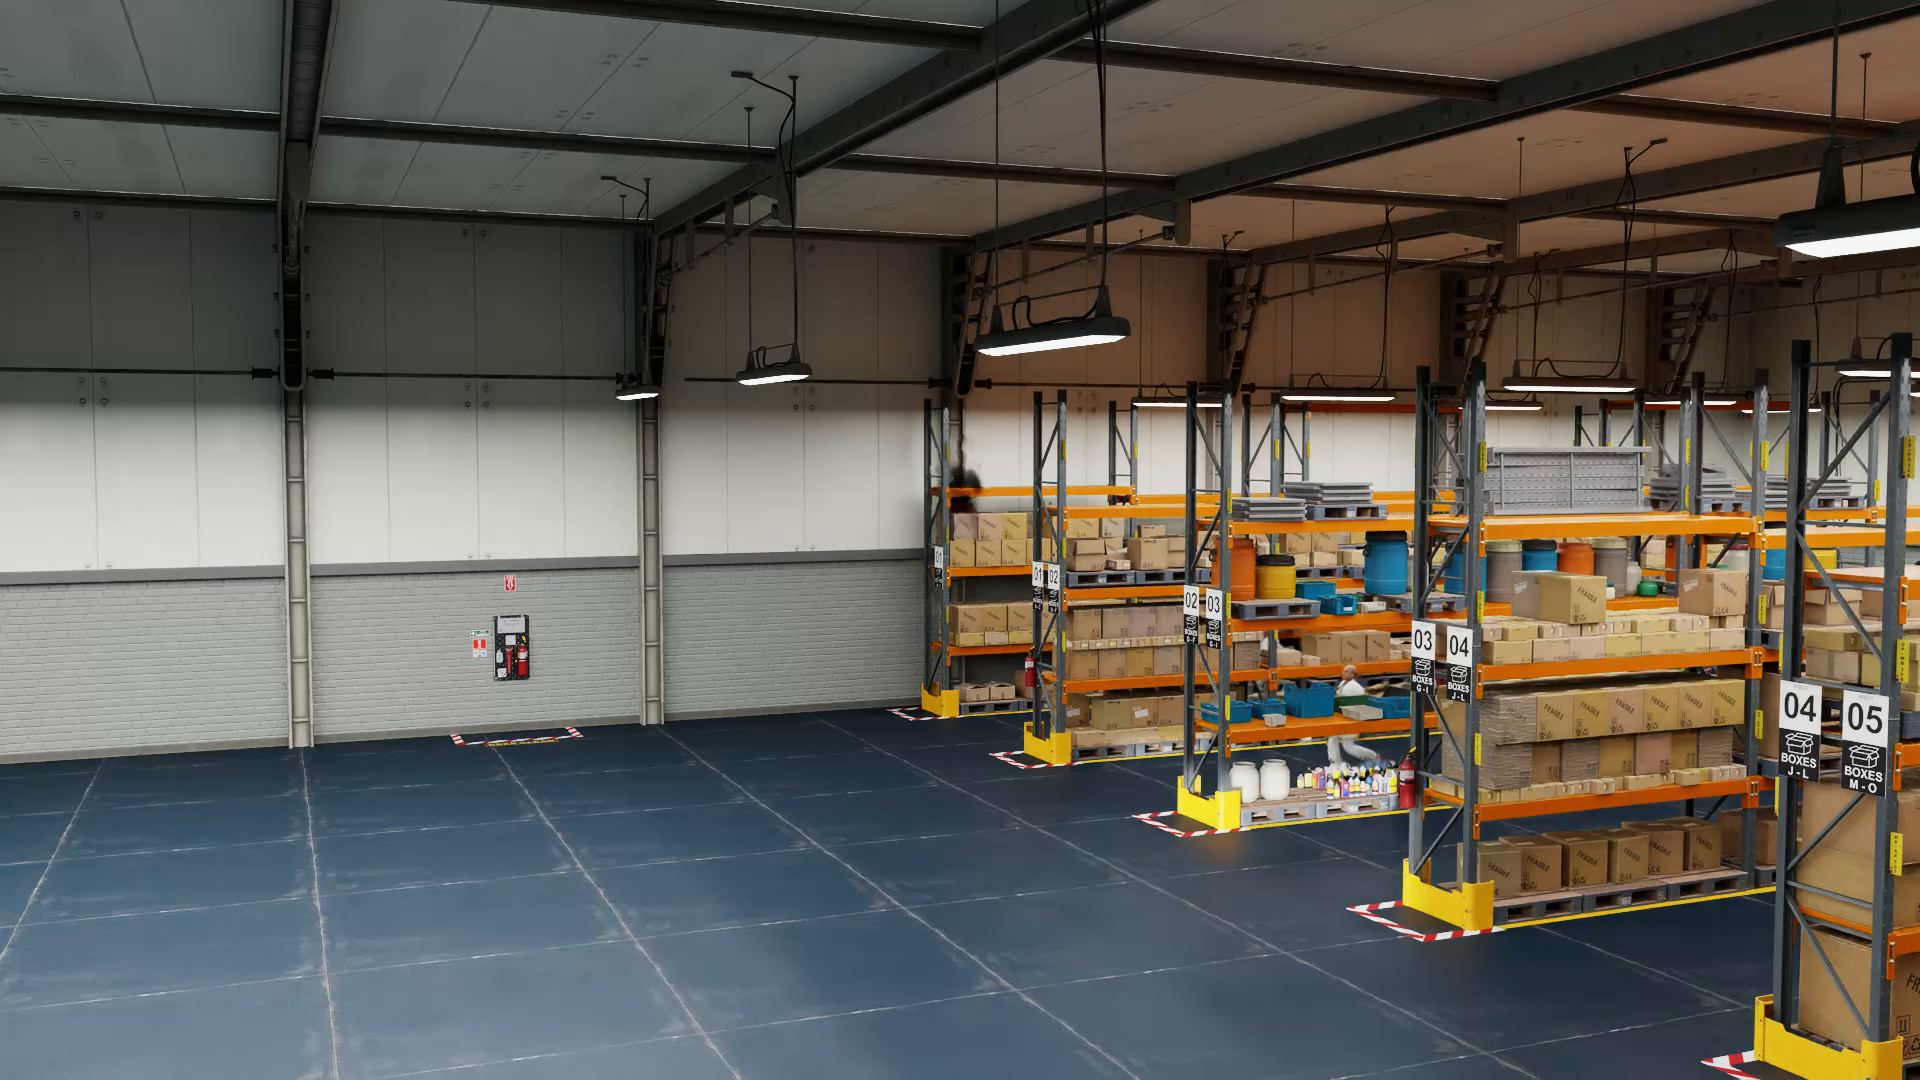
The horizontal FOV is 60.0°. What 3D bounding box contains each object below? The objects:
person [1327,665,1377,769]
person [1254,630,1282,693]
[{"bbox_3d":[5.960,2.786,25.549,0.912,1.746,0.720,-1,4,-20],"label":"person"},{"bbox_3d":[5.689,2.429,31.452,0.624,1.747,0.674,-2,4,-26],"label":"person"}]
